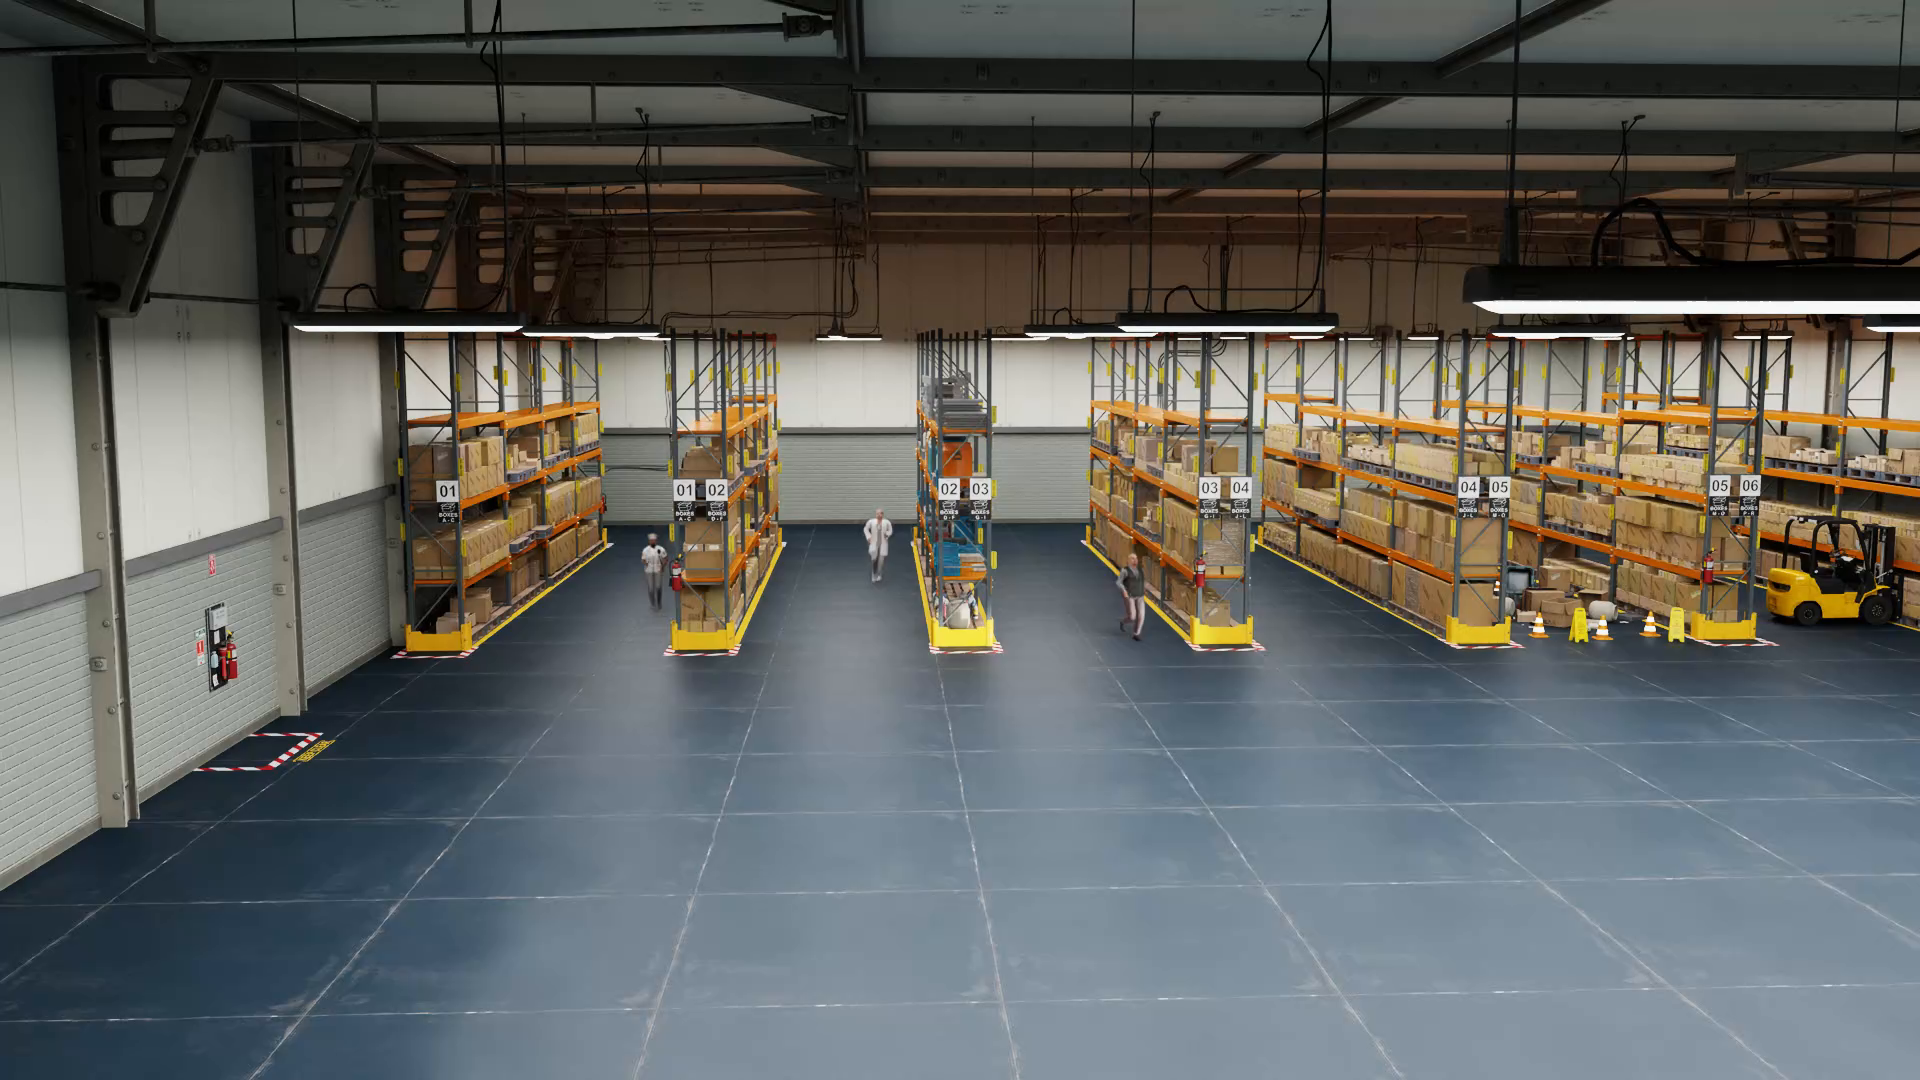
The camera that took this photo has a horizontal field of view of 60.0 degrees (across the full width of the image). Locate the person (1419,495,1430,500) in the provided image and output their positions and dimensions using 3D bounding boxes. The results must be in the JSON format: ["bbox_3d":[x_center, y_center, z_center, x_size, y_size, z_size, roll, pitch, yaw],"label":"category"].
[{"bbox_3d":[13.871,-0.954,49.520,0.691,1.692,0.850,1,7,9],"label":"person"}]

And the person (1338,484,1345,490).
[{"bbox_3d":[10.675,-0.670,46.842,0.624,1.833,0.752,-1,7,-4],"label":"person"}]

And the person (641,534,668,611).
[{"bbox_3d":[-6.541,0.701,35.586,0.560,1.685,0.605,-1,7,-6],"label":"person"}]

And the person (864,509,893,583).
[{"bbox_3d":[-1.956,0.142,40.001,0.680,1.777,0.745,-1,7,-5],"label":"person"}]

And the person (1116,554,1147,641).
[{"bbox_3d":[3.361,1.101,32.205,0.653,1.665,0.668,-2,7,-19],"label":"person"}]
